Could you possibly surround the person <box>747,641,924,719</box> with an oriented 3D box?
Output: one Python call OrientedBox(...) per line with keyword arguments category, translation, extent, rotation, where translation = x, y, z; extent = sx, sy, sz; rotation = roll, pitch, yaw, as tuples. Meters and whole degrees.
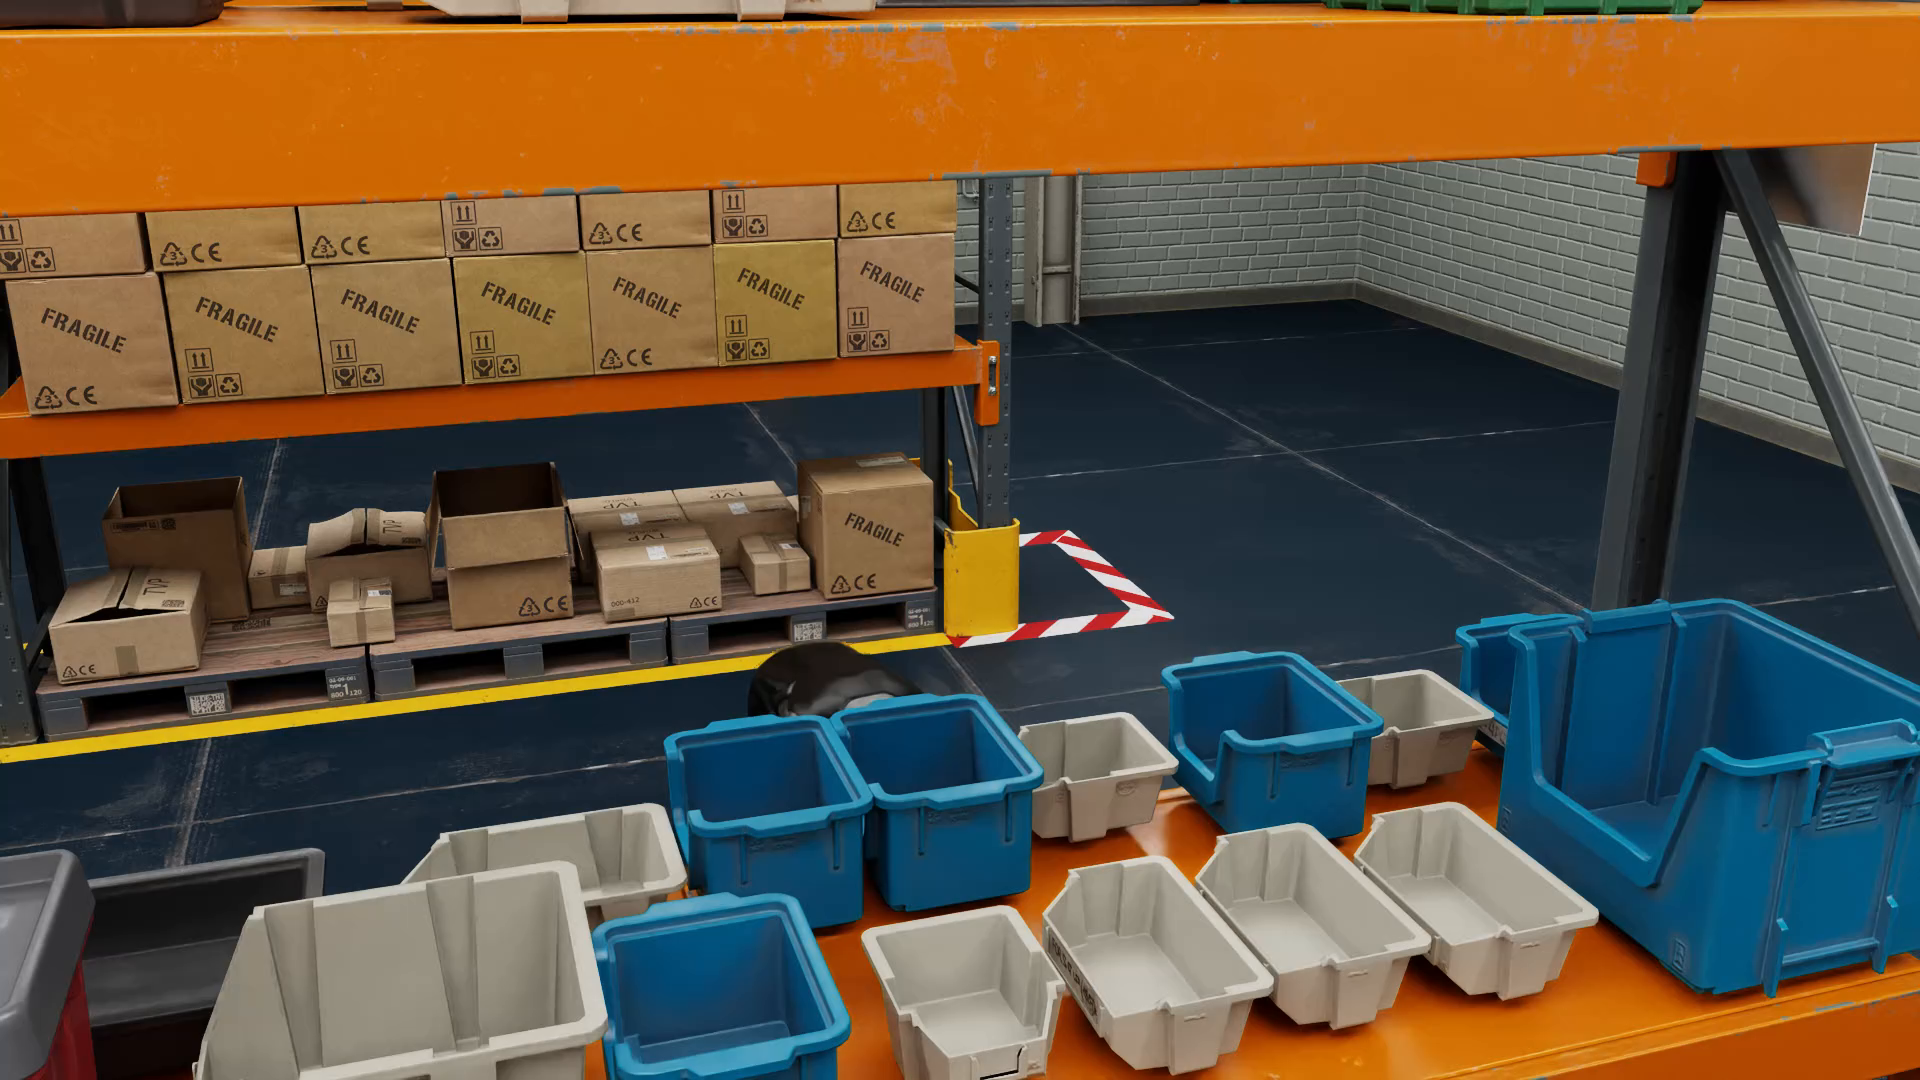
OrientedBox(category="person", translation=(-0.385, 0.751, 5.448), extent=(0.503, 0.800, 0.929), rotation=(-7, 20, -18))
